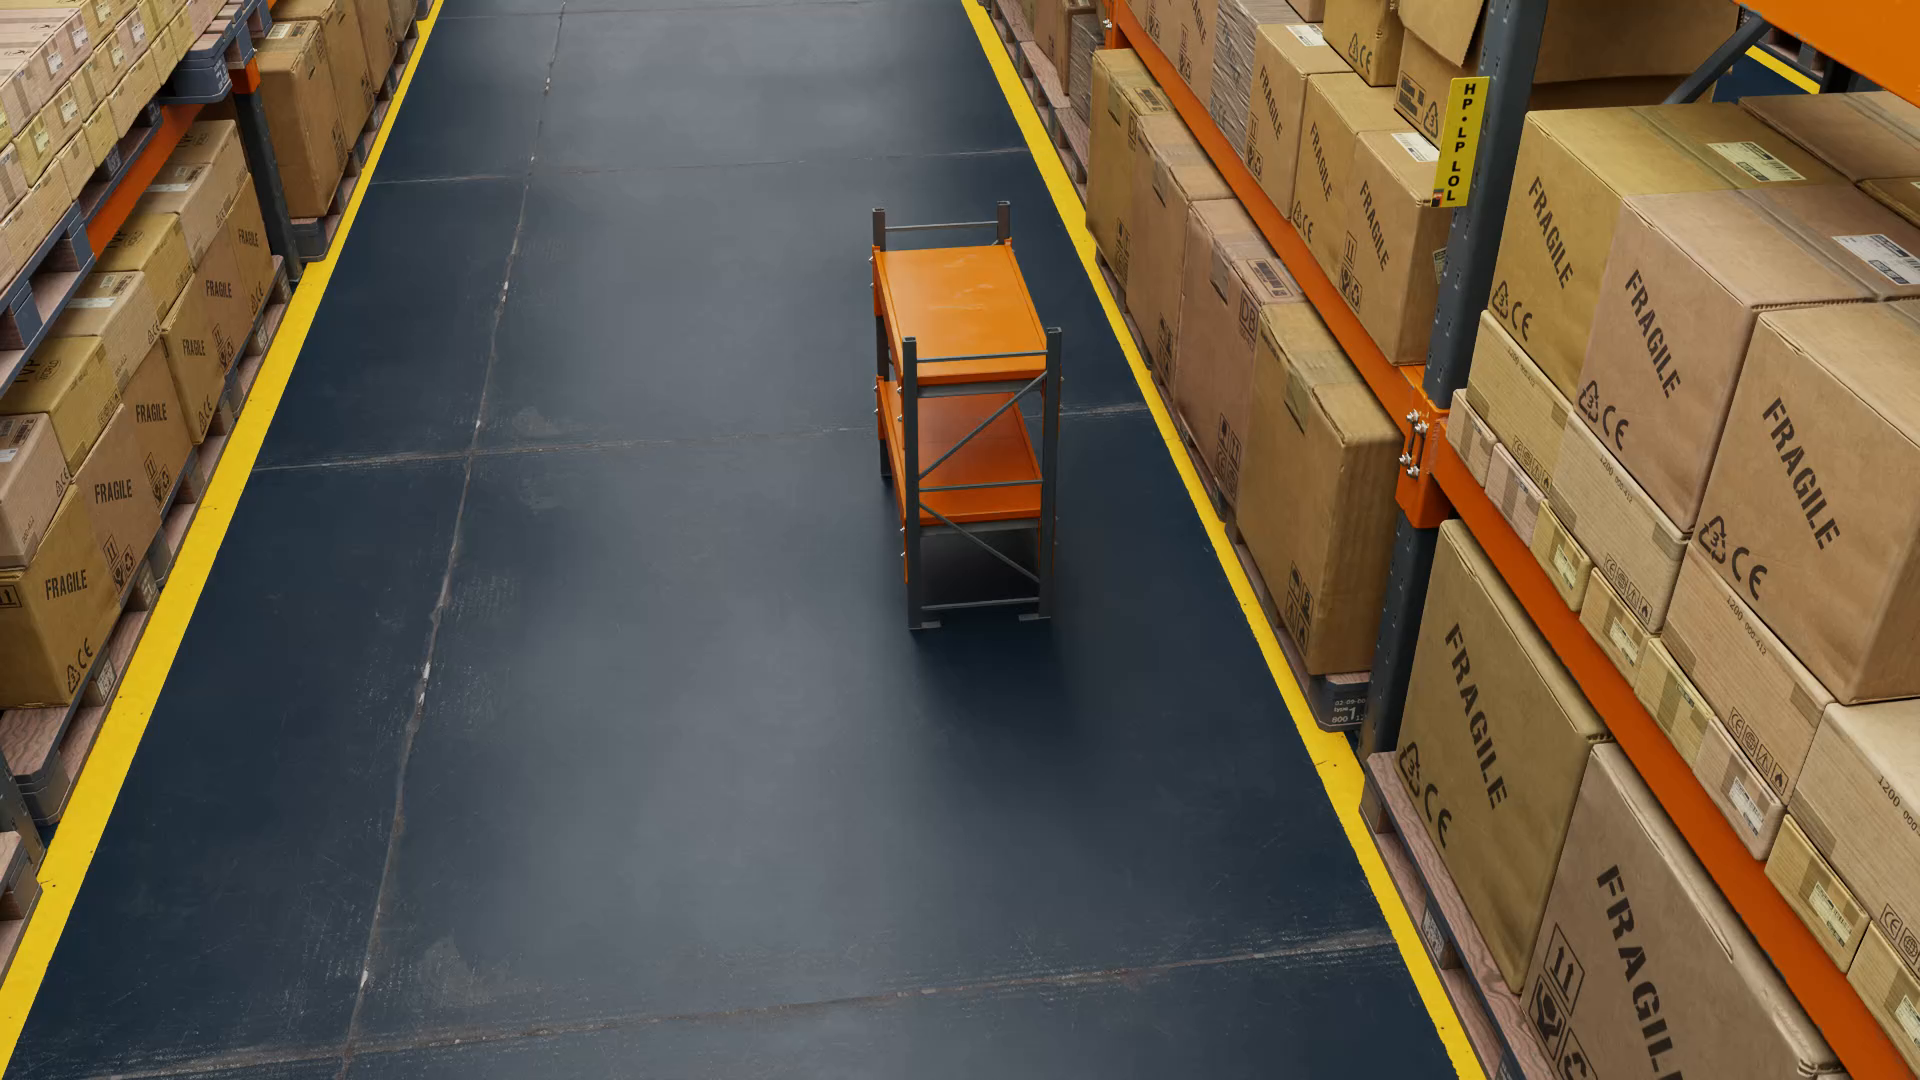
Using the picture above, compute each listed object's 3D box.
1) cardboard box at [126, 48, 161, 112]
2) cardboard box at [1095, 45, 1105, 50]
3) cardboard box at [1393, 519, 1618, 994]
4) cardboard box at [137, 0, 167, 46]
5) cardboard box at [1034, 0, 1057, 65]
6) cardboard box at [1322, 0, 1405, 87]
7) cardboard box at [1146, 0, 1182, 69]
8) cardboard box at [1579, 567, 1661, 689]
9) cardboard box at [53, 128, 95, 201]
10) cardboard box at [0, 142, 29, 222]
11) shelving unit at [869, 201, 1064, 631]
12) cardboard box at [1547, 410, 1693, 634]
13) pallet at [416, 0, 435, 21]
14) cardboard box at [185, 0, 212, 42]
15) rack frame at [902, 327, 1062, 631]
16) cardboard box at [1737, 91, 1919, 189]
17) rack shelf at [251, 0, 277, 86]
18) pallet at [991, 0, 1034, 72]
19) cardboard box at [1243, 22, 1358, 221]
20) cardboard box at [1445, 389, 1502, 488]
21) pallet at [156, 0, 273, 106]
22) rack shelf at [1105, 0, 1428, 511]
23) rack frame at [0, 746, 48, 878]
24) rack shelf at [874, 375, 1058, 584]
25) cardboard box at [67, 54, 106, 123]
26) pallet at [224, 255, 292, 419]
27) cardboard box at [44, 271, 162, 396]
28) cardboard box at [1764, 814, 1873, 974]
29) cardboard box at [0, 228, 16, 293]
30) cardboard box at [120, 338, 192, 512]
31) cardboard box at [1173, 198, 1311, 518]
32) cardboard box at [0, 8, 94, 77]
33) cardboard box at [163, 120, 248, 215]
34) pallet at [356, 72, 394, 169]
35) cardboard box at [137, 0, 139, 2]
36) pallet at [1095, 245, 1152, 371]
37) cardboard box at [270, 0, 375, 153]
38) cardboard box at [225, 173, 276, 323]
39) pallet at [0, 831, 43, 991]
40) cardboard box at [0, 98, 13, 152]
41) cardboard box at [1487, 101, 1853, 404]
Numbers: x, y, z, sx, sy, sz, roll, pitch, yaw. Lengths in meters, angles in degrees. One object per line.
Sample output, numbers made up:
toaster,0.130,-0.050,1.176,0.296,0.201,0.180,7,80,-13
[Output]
cardboard box,-3.024,-1.591,5.771,0.380,0.149,0.250,-3,34,-5
cardboard box,1.106,-2.318,8.817,0.700,0.500,0.500,-6,35,-9
cardboard box,1.763,0.514,4.346,0.875,0.875,0.875,-4,35,-6
cardboard box,-3.055,-1.855,5.894,0.380,0.149,0.250,-5,35,-7
cardboard box,0.860,-3.254,10.190,0.700,0.500,0.500,-7,35,-10
cardboard box,1.579,-1.760,5.190,0.797,0.503,0.637,-4,34,-6
cardboard box,1.083,-2.259,6.812,0.500,0.500,0.500,-5,35,-8
cardboard box,1.572,0.169,3.561,0.380,0.149,0.250,-5,35,-8
cardboard box,-2.912,-1.146,5.118,0.380,0.149,0.250,-6,35,-8
cardboard box,-2.844,-0.981,4.612,0.380,0.149,0.250,-4,34,-5
shelving unit,0.001,-0.461,5.928,0.538,1.125,1.048,-4,35,-6
cardboard box,1.619,-0.066,3.552,0.500,0.250,0.500,-5,35,-7
pallet,-4.275,-3.988,11.914,1.003,0.211,1.213,-4,35,-6
cardboard box,-3.124,-2.025,6.408,0.380,0.149,0.250,-4,34,-6
rack frame,0.069,-0.177,5.511,0.500,1.125,0.032,-4,35,-6
cardboard box,2.081,-0.699,3.816,0.500,0.500,0.500,-3,34,-5
rack shelf,-3.982,-3.296,9.062,1.077,0.370,4.000,-4,35,-6
pallet,0.784,-3.442,11.114,1.003,0.211,1.213,-4,35,-6
cardboard box,1.283,-1.414,5.573,0.500,0.500,0.500,-5,35,-7
cardboard box,1.464,-0.271,4.207,0.380,0.149,0.250,-4,35,-6
pallet,-3.511,-2.009,6.704,1.213,0.211,1.003,-4,35,-6
rack shelf,1.485,-1.384,6.255,1.077,0.370,4.000,-4,35,-6
rack frame,-3.175,-0.246,3.947,1.000,3.000,0.127,-4,35,-6
rack shelf,0.001,-0.259,6.065,0.538,0.278,1.000,-4,35,-6
cardboard box,-2.953,-1.425,5.263,0.380,0.149,0.250,-5,35,-7
pallet,-3.609,-0.889,7.367,1.003,0.211,1.213,-4,35,-6
cardboard box,-3.151,-0.710,5.809,0.500,0.250,0.500,-3,34,-5
cardboard box,1.675,0.599,2.930,0.380,0.149,0.250,-5,35,-8
cardboard box,-2.815,-0.724,4.499,0.380,0.149,0.250,-4,34,-6
cardboard box,-3.168,-0.405,6.027,0.500,0.500,0.500,-4,34,-6
cardboard box,1.527,-0.715,6.149,1.225,0.875,0.875,-6,35,-8
cardboard box,-2.947,-1.537,5.164,0.380,0.149,0.250,-3,34,-5
cardboard box,-3.361,-1.566,7.066,0.500,0.250,0.500,-5,35,-8
pallet,-3.905,-2.450,9.658,1.003,0.211,1.213,-4,35,-6
cardboard box,-3.060,-1.984,5.820,0.380,0.149,0.250,-4,35,-6
pallet,1.247,-1.199,7.822,1.003,0.211,1.213,-4,35,-6
cardboard box,-3.826,-2.556,8.961,1.050,0.750,0.750,-4,34,-6
cardboard box,-3.365,-1.271,7.298,0.500,0.500,0.500,-5,35,-7
pallet,-3.049,1.279,4.186,1.003,0.211,1.213,-4,35,-6
cardboard box,-2.847,-1.114,4.543,0.380,0.149,0.250,-4,34,-6
cardboard box,1.565,-0.649,3.742,0.500,0.500,0.500,-4,35,-6
